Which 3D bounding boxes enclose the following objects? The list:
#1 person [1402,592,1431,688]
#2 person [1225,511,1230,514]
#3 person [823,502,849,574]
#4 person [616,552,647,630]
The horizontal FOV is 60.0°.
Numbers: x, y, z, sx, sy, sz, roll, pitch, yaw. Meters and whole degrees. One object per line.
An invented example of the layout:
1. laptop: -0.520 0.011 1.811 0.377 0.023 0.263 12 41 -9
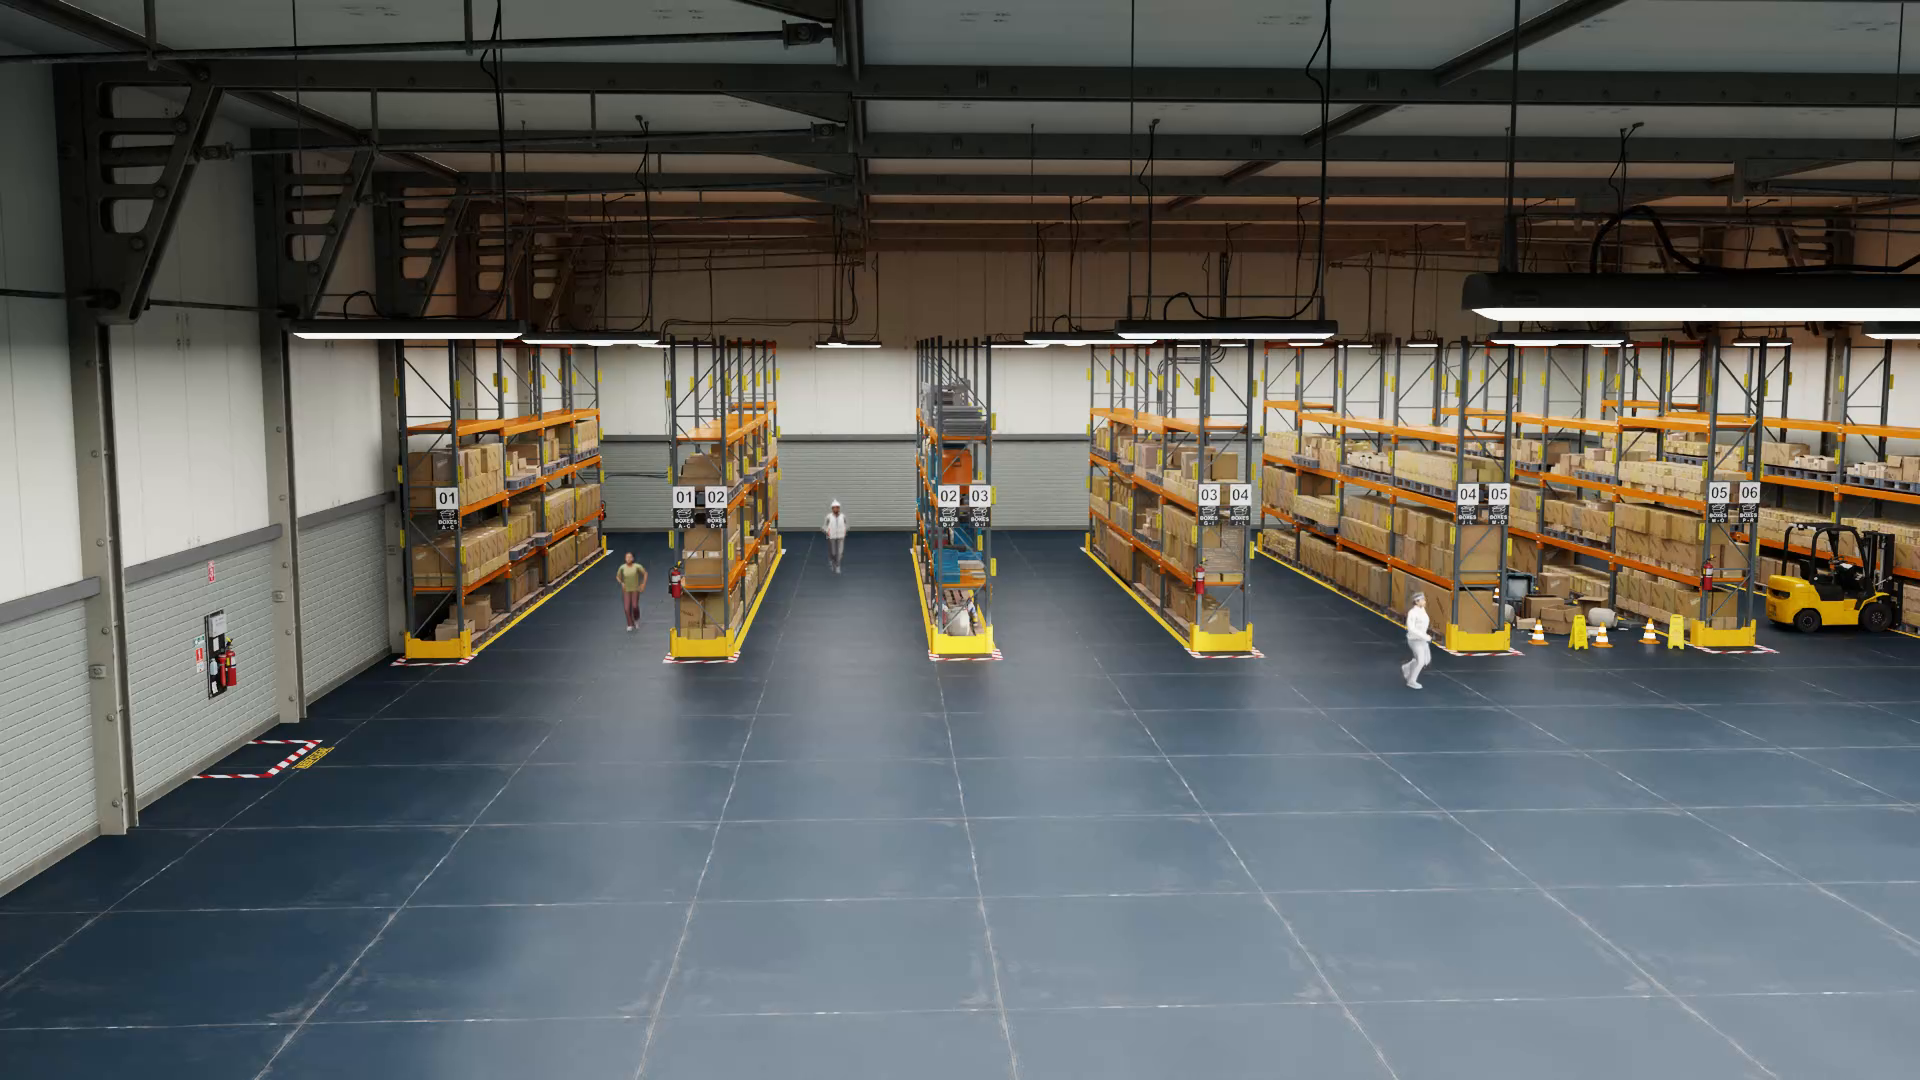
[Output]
1. person: 7.798 1.690 28.371 0.571 1.656 0.653 5 8 37
2. person: 7.463 -0.432 46.674 0.701 1.769 0.677 0 7 4
3. person: -3.046 -0.071 40.914 0.661 1.754 0.733 -2 7 -14
4. person: -6.723 1.050 33.994 0.606 1.629 0.542 -1 7 -5
